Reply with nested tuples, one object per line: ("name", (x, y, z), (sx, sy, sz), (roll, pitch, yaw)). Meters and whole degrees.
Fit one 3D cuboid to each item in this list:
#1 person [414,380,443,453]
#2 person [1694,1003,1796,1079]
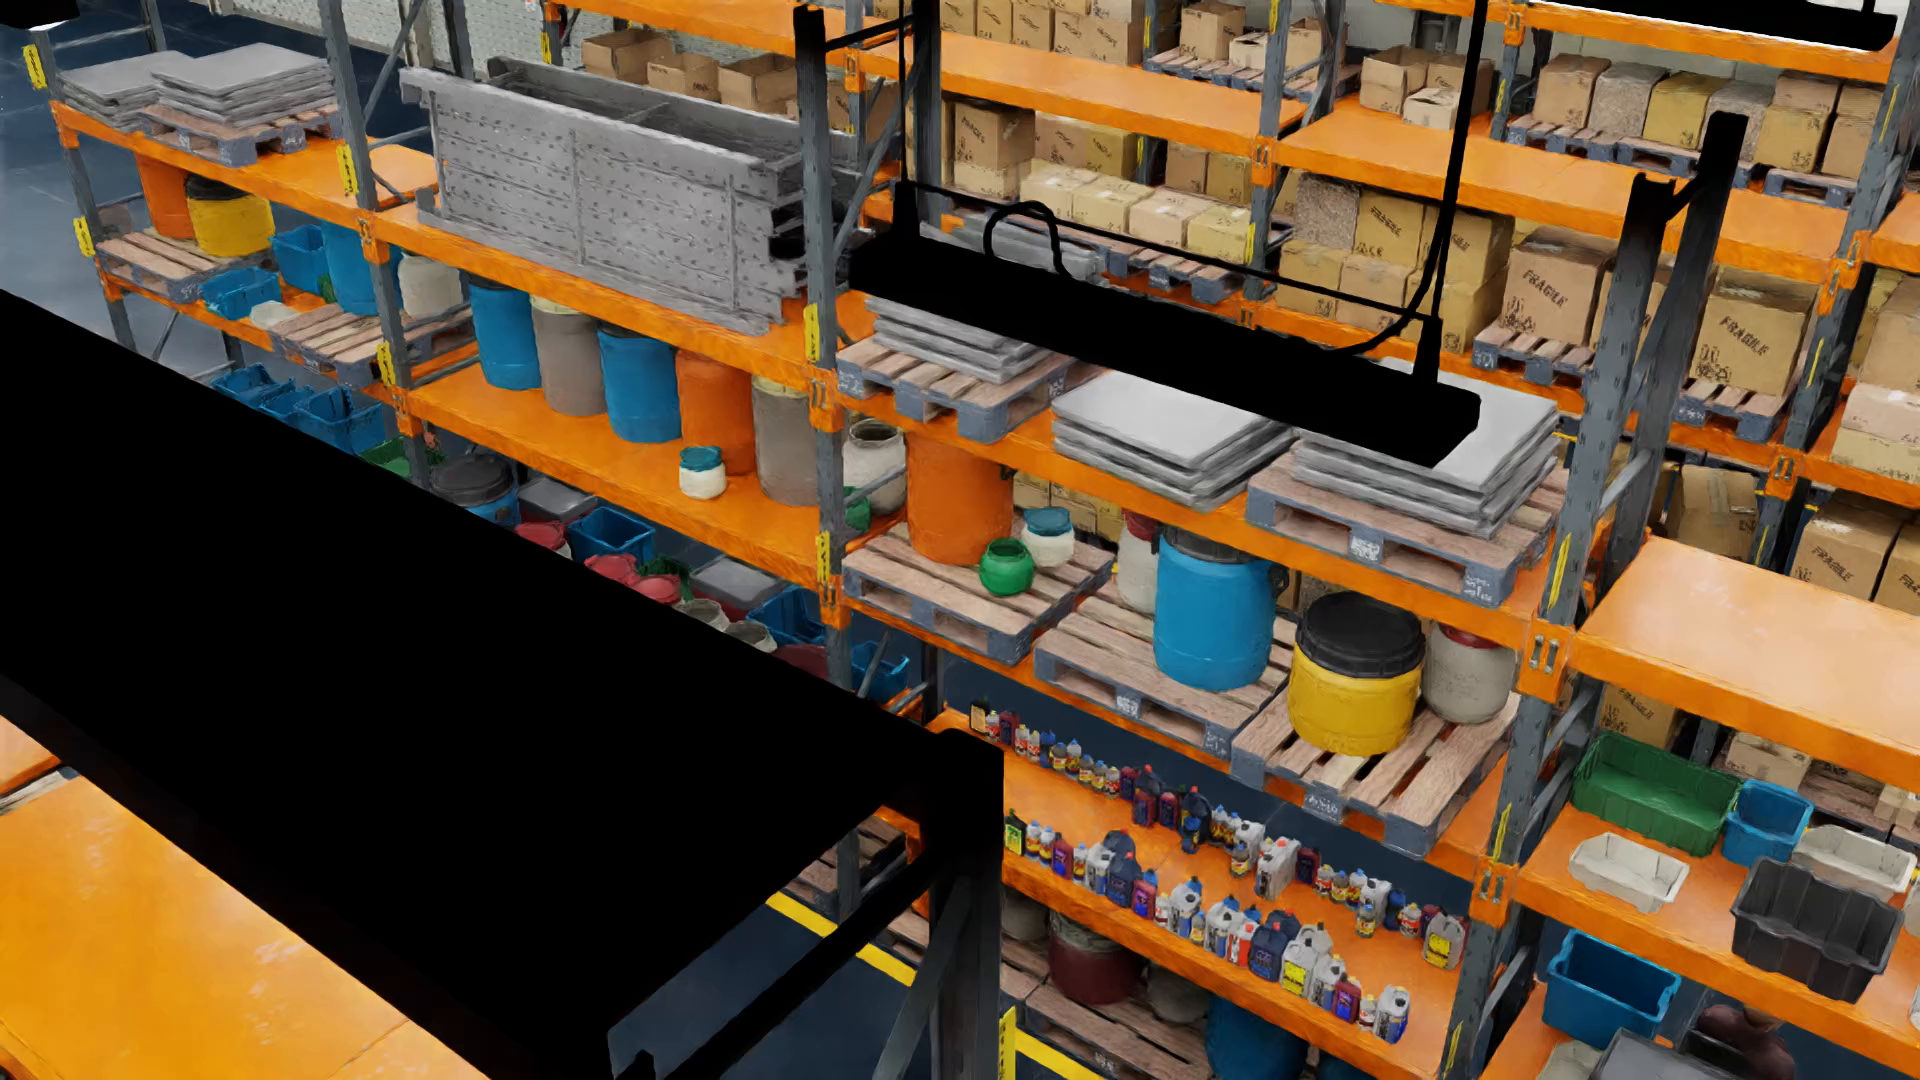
("person", (-4.939, -1.073, 15.371), (0.581, 1.709, 0.641), (-16, 35, -24))
("person", (4.069, 2.961, 8.693), (0.613, 1.767, 0.658), (-19, 36, -28))
